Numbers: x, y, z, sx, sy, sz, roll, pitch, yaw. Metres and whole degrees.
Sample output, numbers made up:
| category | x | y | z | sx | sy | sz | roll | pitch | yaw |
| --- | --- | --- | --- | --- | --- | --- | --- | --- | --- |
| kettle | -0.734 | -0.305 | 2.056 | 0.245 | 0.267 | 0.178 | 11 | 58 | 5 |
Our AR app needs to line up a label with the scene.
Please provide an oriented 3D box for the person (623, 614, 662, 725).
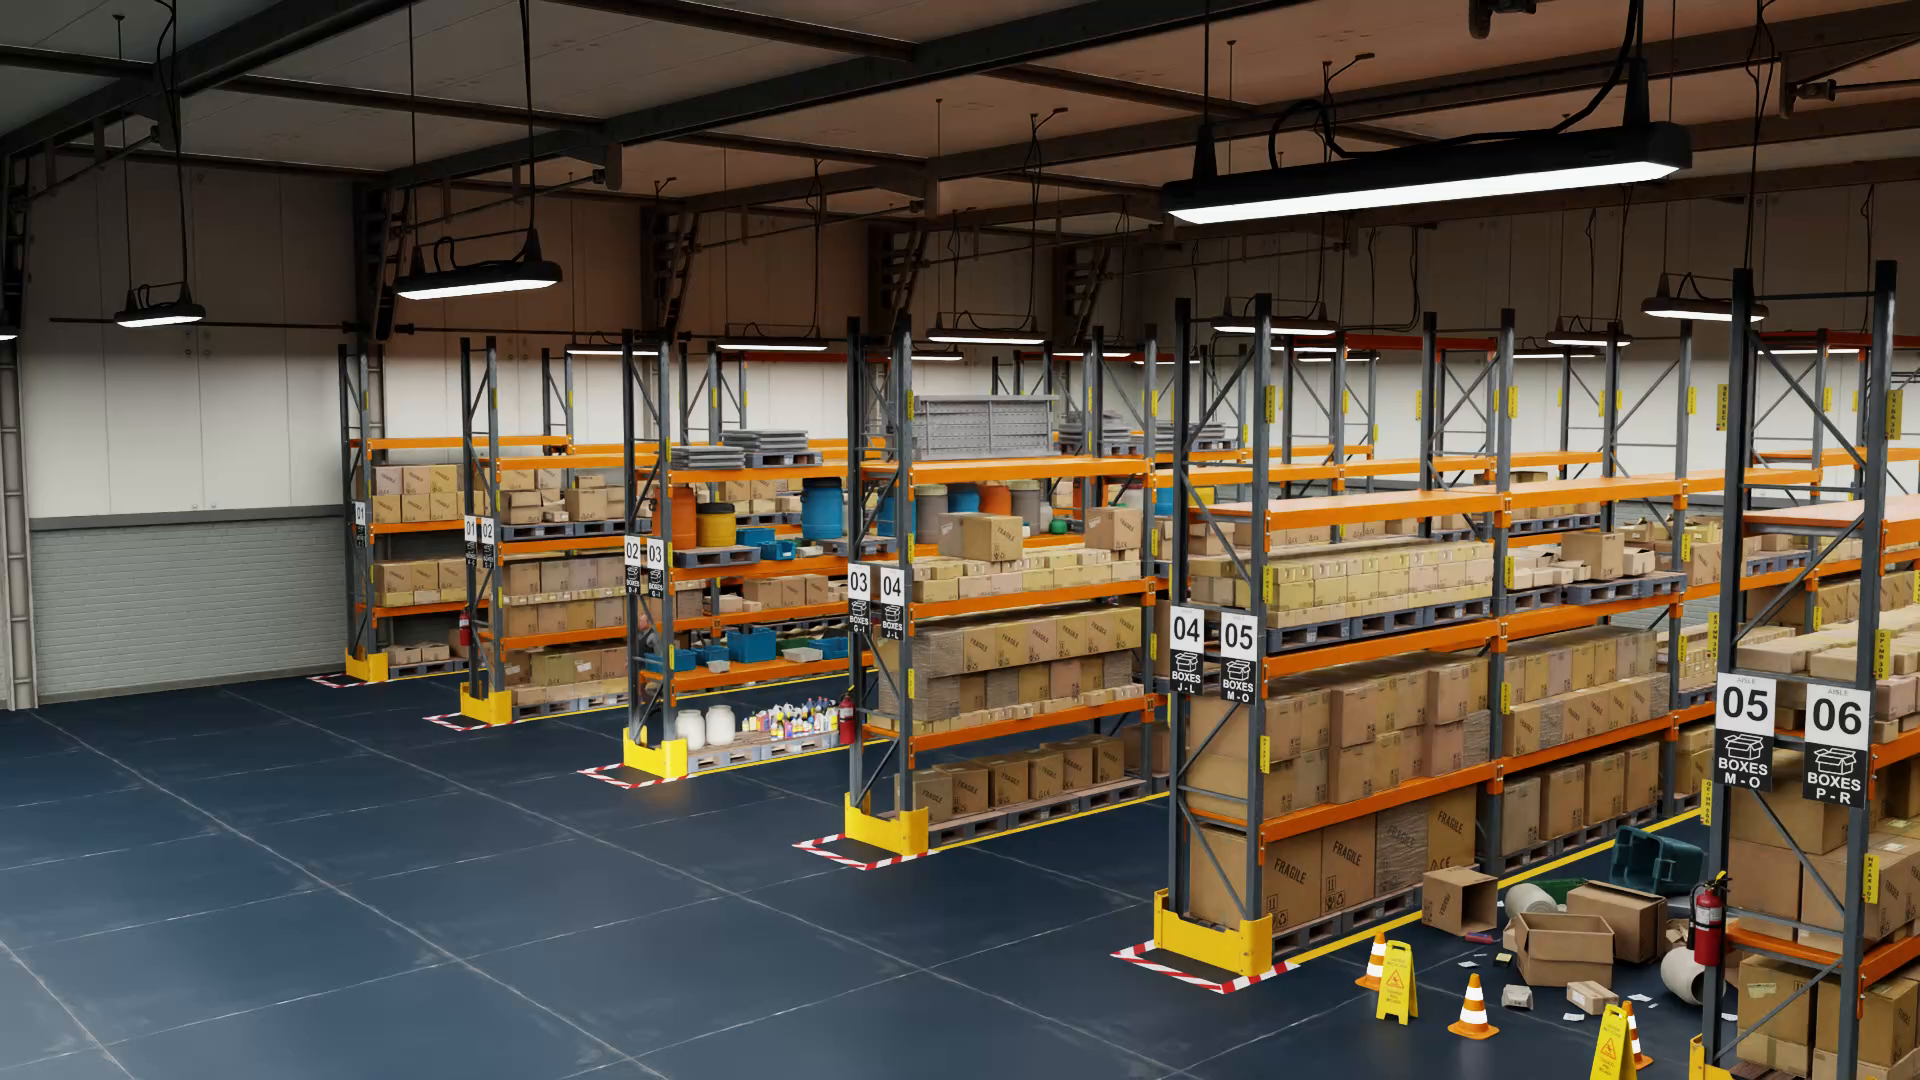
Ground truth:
| category | x | y | z | sx | sy | sz | roll | pitch | yaw |
| --- | --- | --- | --- | --- | --- | --- | --- | --- | --- |
| person | -4.939 | 2.012 | 25.972 | 0.615 | 1.723 | 0.762 | 4 | 7 | 41 |
